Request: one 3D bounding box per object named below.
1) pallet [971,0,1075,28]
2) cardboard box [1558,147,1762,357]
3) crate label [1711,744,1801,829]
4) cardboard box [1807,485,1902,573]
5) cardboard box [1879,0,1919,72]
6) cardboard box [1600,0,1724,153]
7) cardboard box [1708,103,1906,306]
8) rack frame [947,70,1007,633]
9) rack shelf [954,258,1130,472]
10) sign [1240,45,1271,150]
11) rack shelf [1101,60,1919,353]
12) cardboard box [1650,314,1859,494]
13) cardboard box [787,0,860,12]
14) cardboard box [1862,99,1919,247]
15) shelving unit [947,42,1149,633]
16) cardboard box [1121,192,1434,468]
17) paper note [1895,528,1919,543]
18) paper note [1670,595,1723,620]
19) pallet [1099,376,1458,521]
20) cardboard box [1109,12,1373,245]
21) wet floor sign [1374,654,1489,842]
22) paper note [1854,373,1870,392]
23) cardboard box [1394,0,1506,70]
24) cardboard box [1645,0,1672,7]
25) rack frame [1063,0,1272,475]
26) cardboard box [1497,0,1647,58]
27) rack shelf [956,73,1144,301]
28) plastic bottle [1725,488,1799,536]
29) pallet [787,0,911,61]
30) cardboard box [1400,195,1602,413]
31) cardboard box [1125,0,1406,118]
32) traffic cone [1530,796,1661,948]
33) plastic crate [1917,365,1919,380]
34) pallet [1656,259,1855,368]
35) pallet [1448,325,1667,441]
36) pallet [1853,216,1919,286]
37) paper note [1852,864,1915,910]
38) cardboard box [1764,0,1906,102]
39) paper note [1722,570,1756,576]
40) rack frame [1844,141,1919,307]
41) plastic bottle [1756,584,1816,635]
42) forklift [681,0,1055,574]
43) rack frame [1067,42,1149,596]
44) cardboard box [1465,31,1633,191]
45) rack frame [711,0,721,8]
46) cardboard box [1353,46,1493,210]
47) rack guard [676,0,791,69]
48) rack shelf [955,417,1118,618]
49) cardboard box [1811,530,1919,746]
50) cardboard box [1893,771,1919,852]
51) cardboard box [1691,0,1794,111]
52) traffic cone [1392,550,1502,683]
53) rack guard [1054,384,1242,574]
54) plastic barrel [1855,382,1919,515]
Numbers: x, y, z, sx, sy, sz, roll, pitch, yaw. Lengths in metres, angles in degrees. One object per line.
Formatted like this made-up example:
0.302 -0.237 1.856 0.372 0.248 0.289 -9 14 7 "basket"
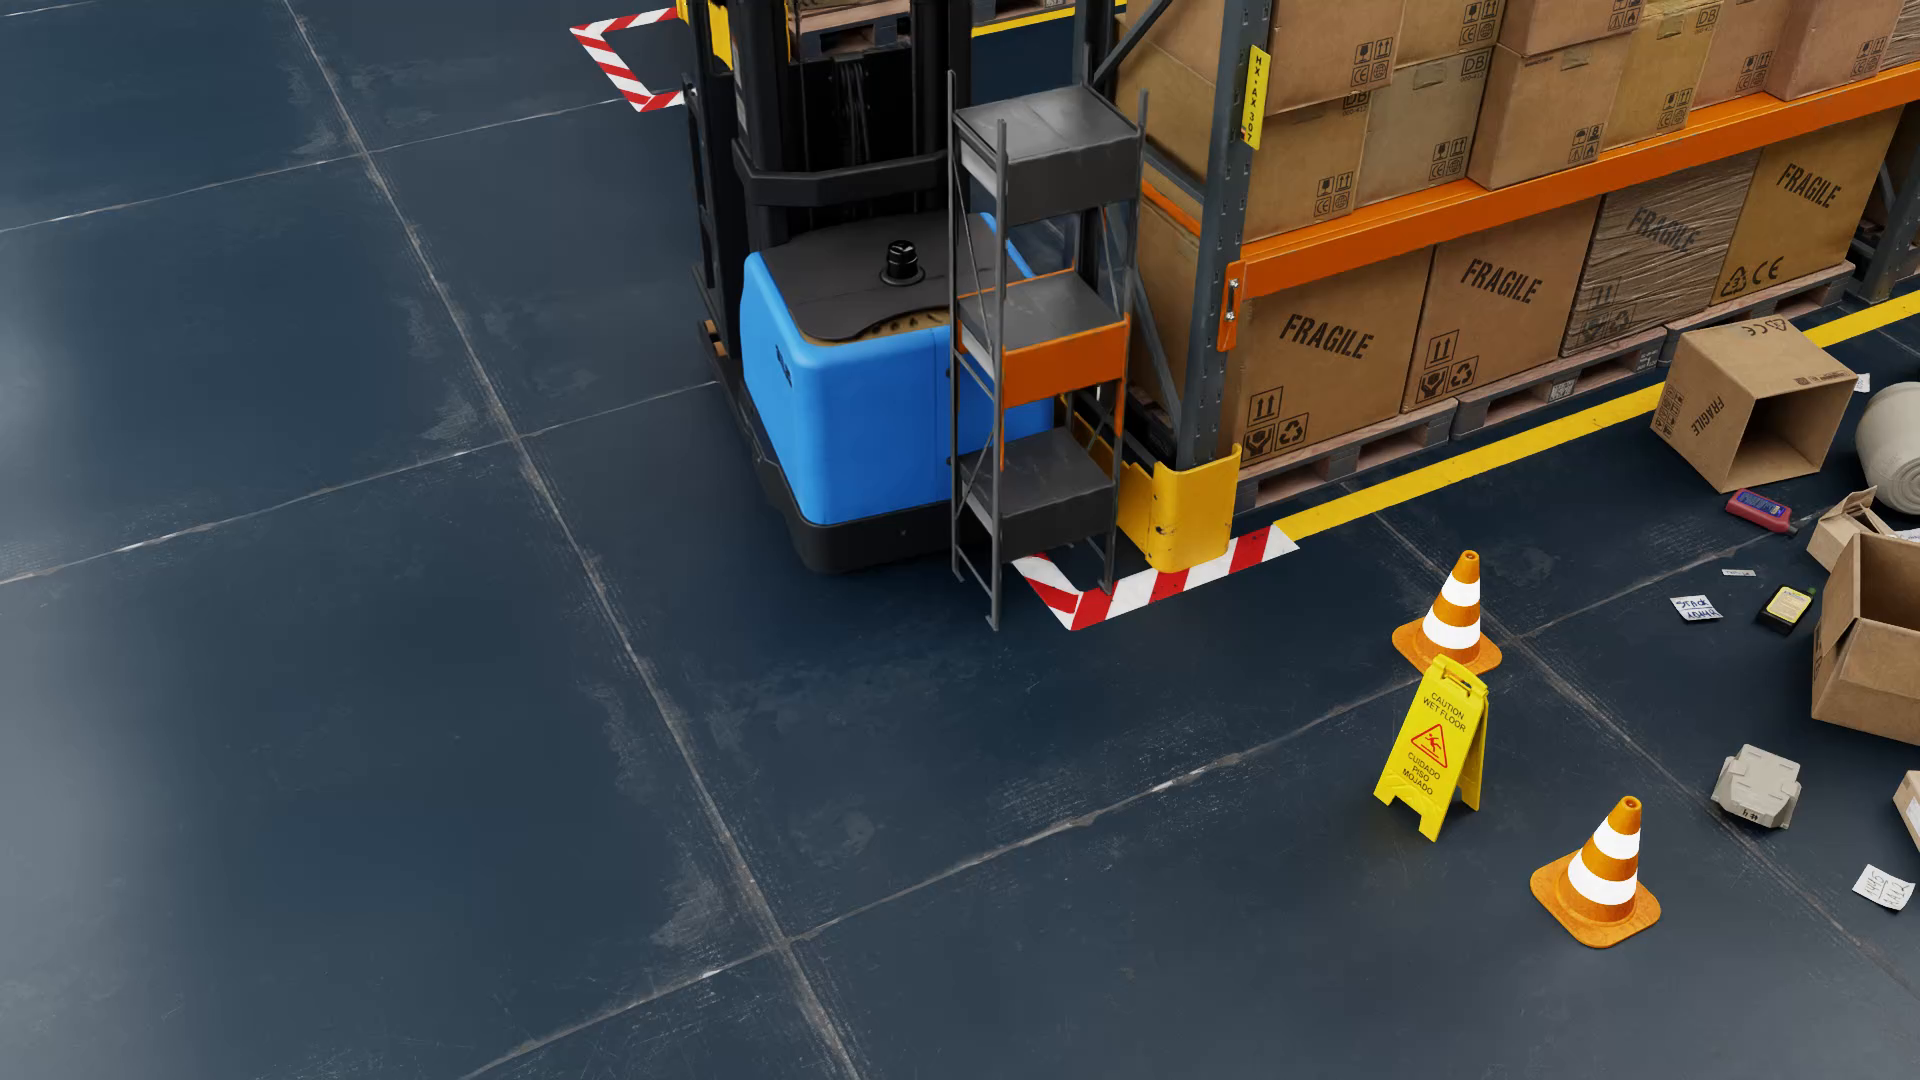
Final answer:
0.388 -3.805 11.081 1.213 0.211 1.003 -19 44 -21 "pallet"
2.865 -1.515 7.537 0.875 0.875 0.875 -18 44 -20 "cardboard box"
2.721 0.836 5.656 0.250 0.136 0.298 22 45 24 "crate label"
3.579 0.028 6.512 0.258 0.266 0.396 -12 42 -13 "cardboard box"
3.931 -2.524 7.294 0.550 0.550 0.875 -19 44 -21 "cardboard box"
2.497 -2.038 6.720 0.500 0.550 0.875 -19 44 -21 "cardboard box"
3.663 -1.786 7.858 0.875 0.875 0.875 -18 43 -20 "cardboard box"
0.054 -0.567 5.795 0.015 2.100 0.400 -17 43 -18 "rack frame"
0.275 -0.623 5.881 0.480 0.518 0.431 -17 43 -18 "rack shelf"
0.956 -1.431 5.388 0.005 0.325 0.100 -19 44 -21 "sign"
2.479 -1.713 7.008 4.000 0.370 1.077 -19 44 -21 "rack shelf"
3.350 -0.580 7.046 0.500 0.500 0.500 -12 42 -13 "cardboard box"
-0.935 -3.646 10.345 0.500 0.500 0.500 -11 41 -13 "cardboard box"
4.762 -2.123 8.352 0.750 0.750 1.050 -19 44 -21 "cardboard box"
0.275 -0.634 5.872 0.503 2.100 0.431 -17 43 -18 "shelving unit"
1.276 -0.980 6.905 0.875 0.875 0.875 -18 44 -20 "cardboard box"
3.894 0.006 6.725 0.155 0.023 0.172 -5 40 -6 "paper note"
2.843 0.261 6.419 0.142 0.017 0.144 -5 40 -6 "paper note"
1.378 -0.609 7.307 1.213 0.211 1.003 -19 44 -21 "pallet"
1.013 -1.584 6.184 0.550 0.550 0.875 -19 44 -21 "cardboard box"
1.594 0.652 5.481 0.232 0.644 0.267 -26 47 -28 "wet floor sign"
4.075 -0.732 7.590 0.147 0.020 0.142 15 42 17 "paper note"
1.497 -2.165 6.034 0.550 0.550 0.875 -19 44 -21 "cardboard box"
2.467 -2.487 6.415 0.500 0.550 0.875 -19 44 -21 "cardboard box"
0.705 -1.390 6.071 0.127 3.000 1.000 -19 44 -21 "rack frame"
2.057 -2.255 6.140 0.550 0.550 0.875 -19 44 -21 "cardboard box"
0.273 -1.157 5.427 0.480 0.518 0.431 -17 43 -18 "rack shelf"
3.313 -0.110 6.832 0.283 0.061 0.133 31 49 31 "plastic bottle"
-0.692 -3.443 10.654 1.213 0.211 1.003 -19 44 -21 "pallet"
2.055 -1.244 7.217 0.875 0.875 0.875 -19 44 -21 "cardboard box"
1.052 -1.948 5.778 0.550 0.550 0.875 -19 44 -21 "cardboard box"
2.052 0.982 5.232 0.334 0.463 0.336 -19 44 -21 "traffic cone"
4.704 -0.730 7.423 0.662 0.188 0.450 2 30 2 "plastic crate"
3.542 -1.338 8.167 1.213 0.211 1.003 -19 44 -21 "pallet"
2.459 -0.971 7.734 1.213 0.211 1.003 -19 44 -21 "pallet"
4.902 -1.793 8.705 1.213 0.211 1.003 -19 44 -21 "pallet"
3.000 1.126 5.396 0.148 0.019 0.142 31 49 31 "paper note"
3.454 -2.347 7.085 0.550 0.550 0.875 -19 44 -21 "cardboard box"
3.086 0.130 6.589 0.123 0.001 0.032 2 40 2 "paper note"
4.253 -2.584 7.481 0.127 3.000 1.000 -19 44 -21 "rack frame"
3.192 0.251 6.407 0.133 0.061 0.283 31 49 31 "plastic bottle"
-0.582 -1.945 6.779 1.130 2.935 3.031 -13 42 -15 "forklift"
0.497 -0.700 5.949 0.015 2.100 0.400 -17 43 -18 "rack frame"
2.046 -1.856 6.505 0.550 0.550 0.875 -19 44 -21 "cardboard box"
-1.496 -4.263 9.464 0.127 3.000 1.000 -19 44 -21 "rack frame"
1.491 -1.761 6.393 0.550 0.550 0.875 -19 44 -21 "cardboard box"
-1.429 -3.331 10.299 0.348 0.500 1.175 -19 44 -21 "rack guard"
0.278 -0.090 6.334 0.480 0.518 0.431 -17 43 -18 "rack shelf"
3.470 0.394 5.895 0.797 0.503 0.637 15 42 17 "cardboard box"
3.310 0.956 5.506 0.250 0.149 0.380 2 40 2 "cardboard box"
2.920 -2.254 6.975 0.550 0.550 0.875 -19 44 -21 "cardboard box"
1.832 0.233 6.116 0.334 0.463 0.336 -19 44 -21 "traffic cone"
0.684 -0.429 6.870 0.348 0.500 1.175 -19 44 -21 "rack guard"
3.955 -0.383 6.875 0.421 0.421 0.512 8 41 10 "plastic barrel"
